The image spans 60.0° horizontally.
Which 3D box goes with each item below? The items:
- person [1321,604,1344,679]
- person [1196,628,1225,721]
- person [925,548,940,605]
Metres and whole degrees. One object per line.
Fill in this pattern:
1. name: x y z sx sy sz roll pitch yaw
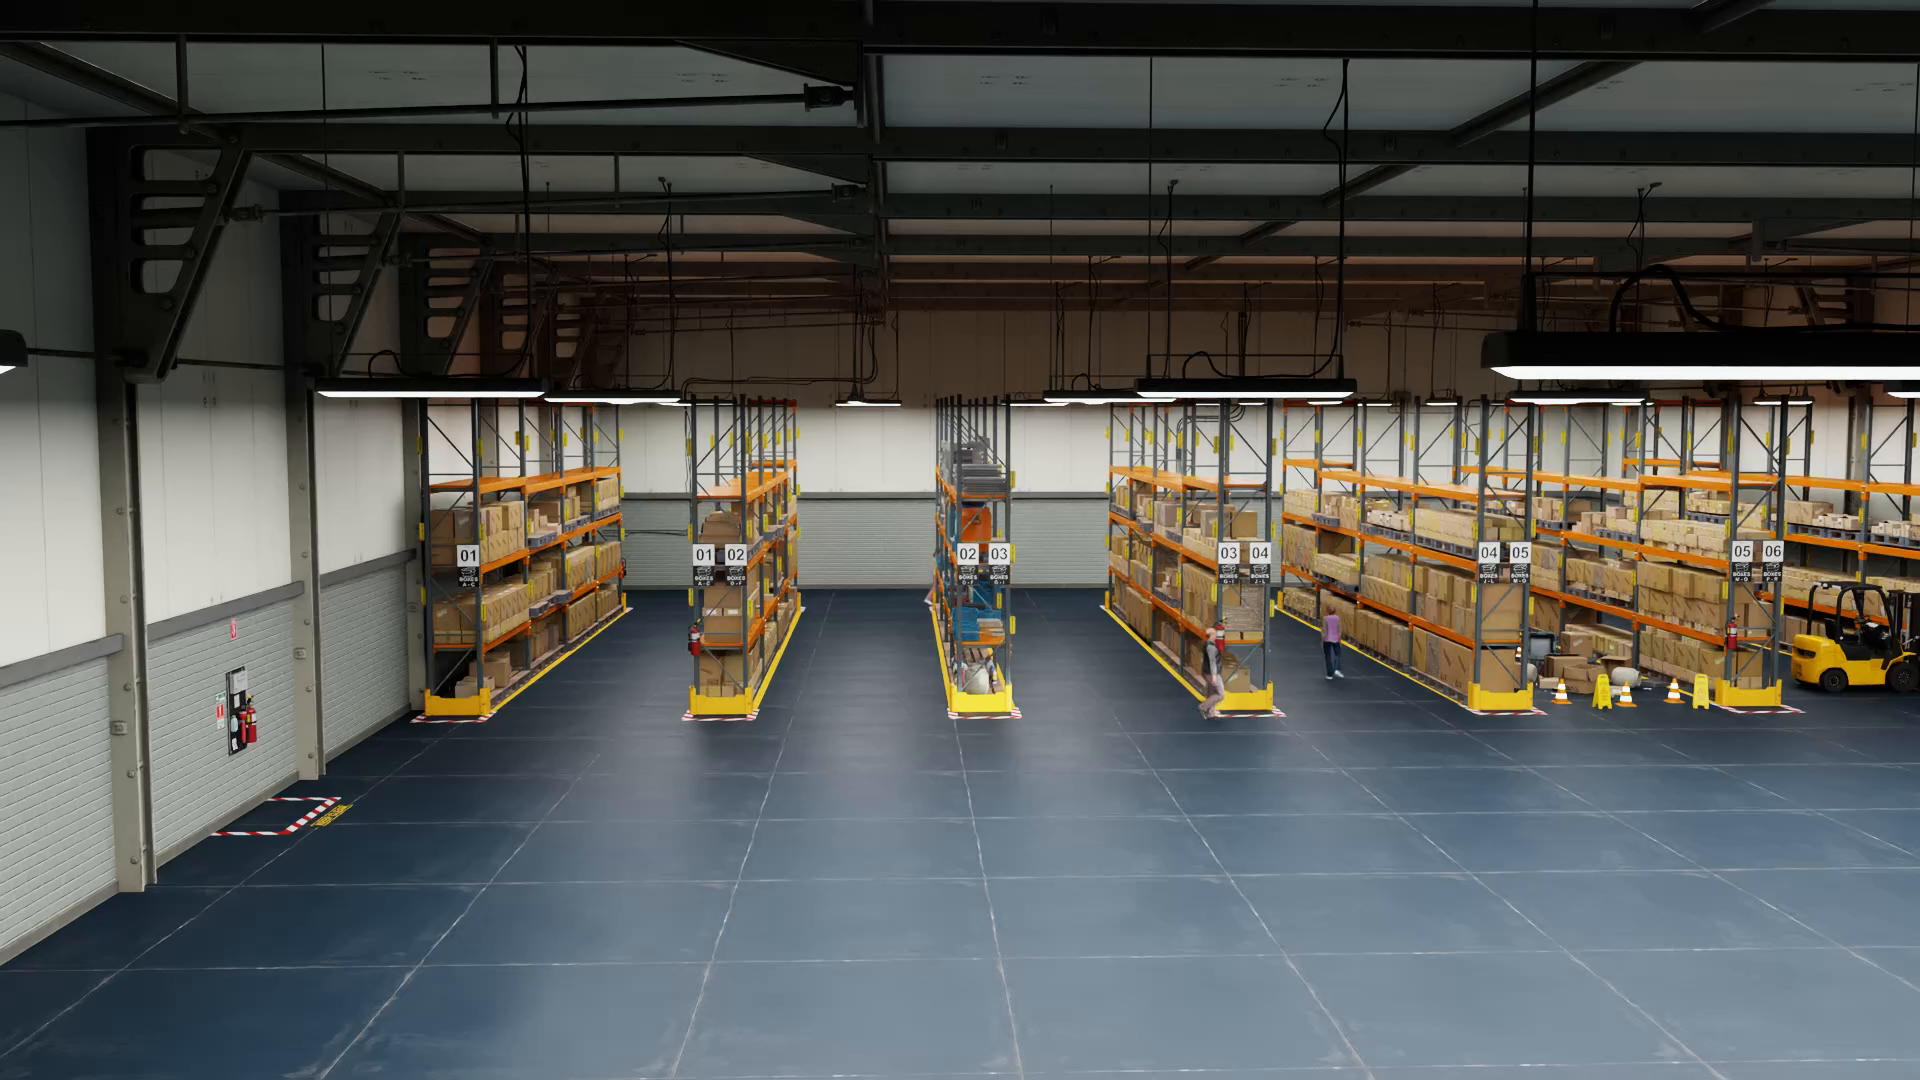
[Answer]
1. person: 7.872 2.163 35.181 0.462 1.596 0.480 0 4 -1
2. person: 4.554 2.433 30.338 0.553 1.659 0.552 0 5 -6
3. person: -0.694 1.056 48.640 0.717 1.663 0.514 -1 5 -7
